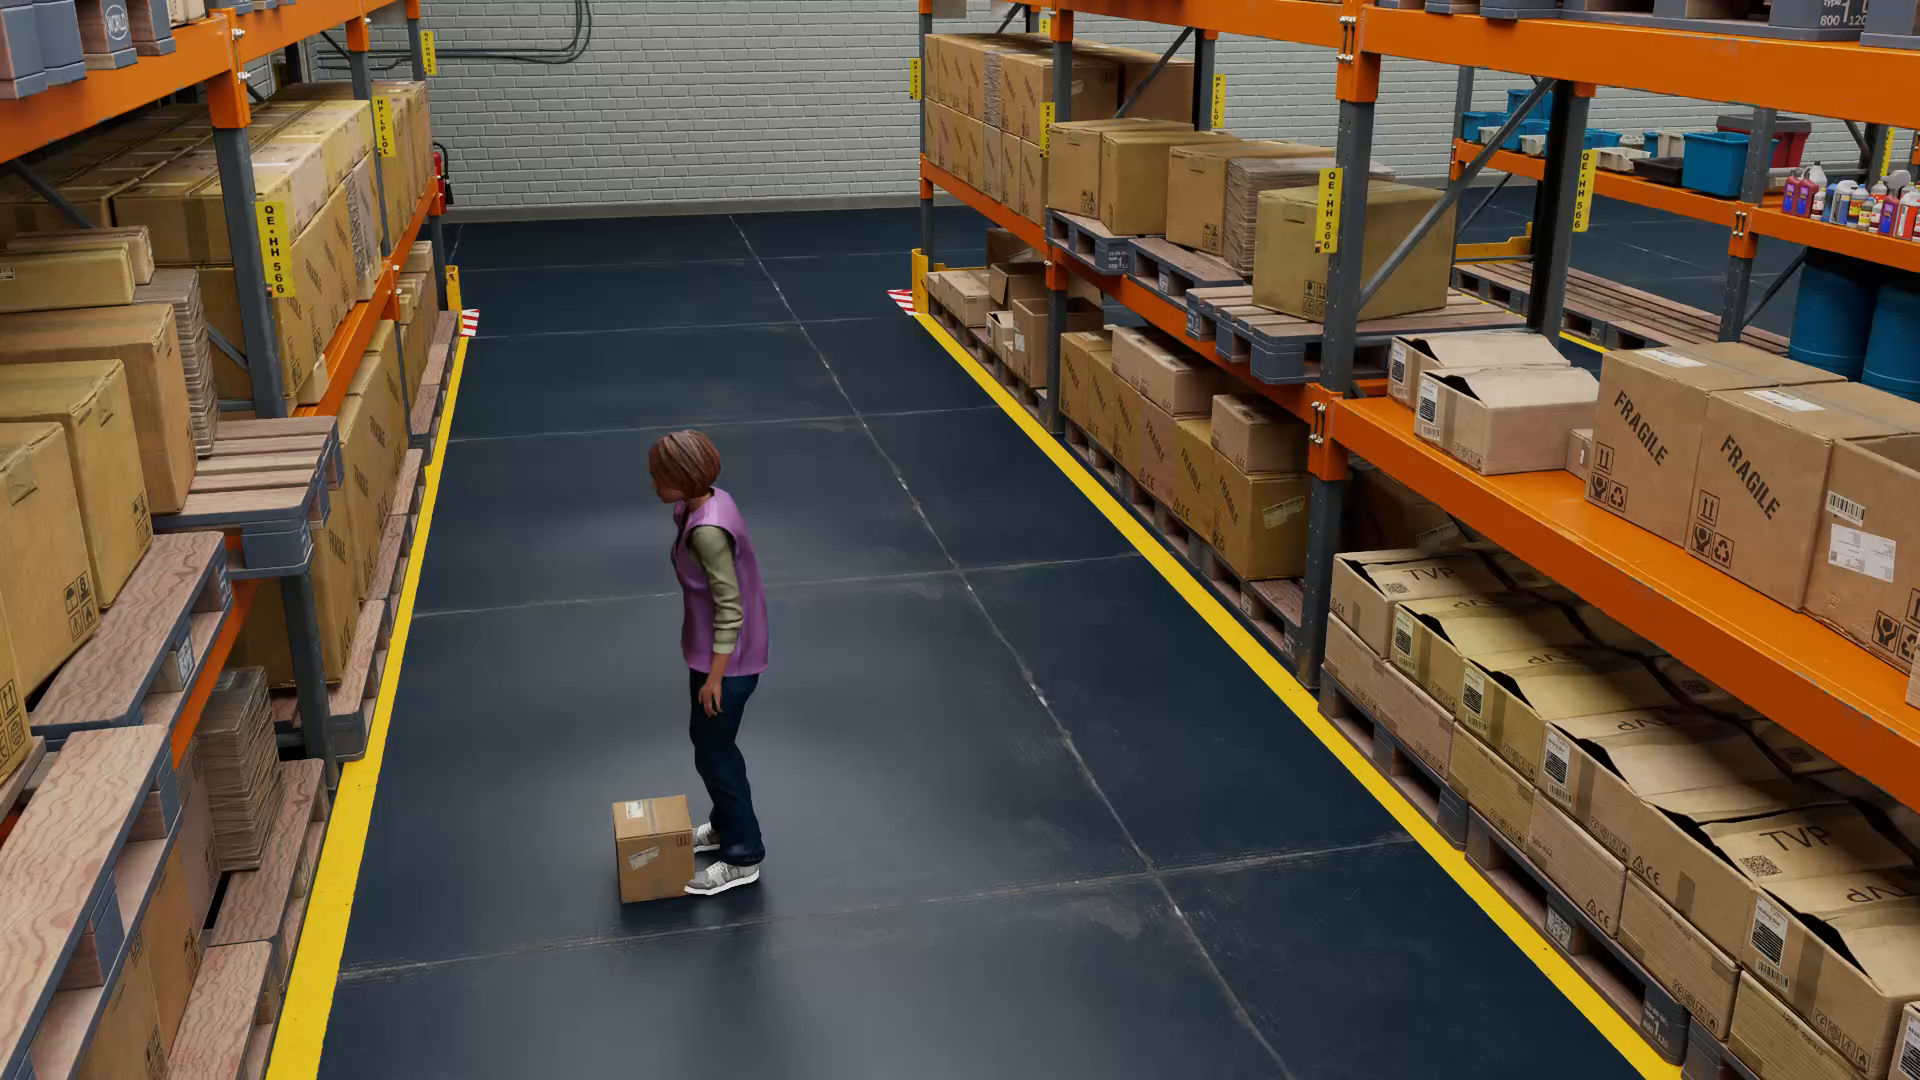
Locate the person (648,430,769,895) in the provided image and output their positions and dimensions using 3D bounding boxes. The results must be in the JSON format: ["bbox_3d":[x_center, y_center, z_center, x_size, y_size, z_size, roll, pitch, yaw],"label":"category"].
[{"bbox_3d":[-0.811,0.398,5.491,0.347,1.593,0.476,-5,21,-14],"label":"person"}]
